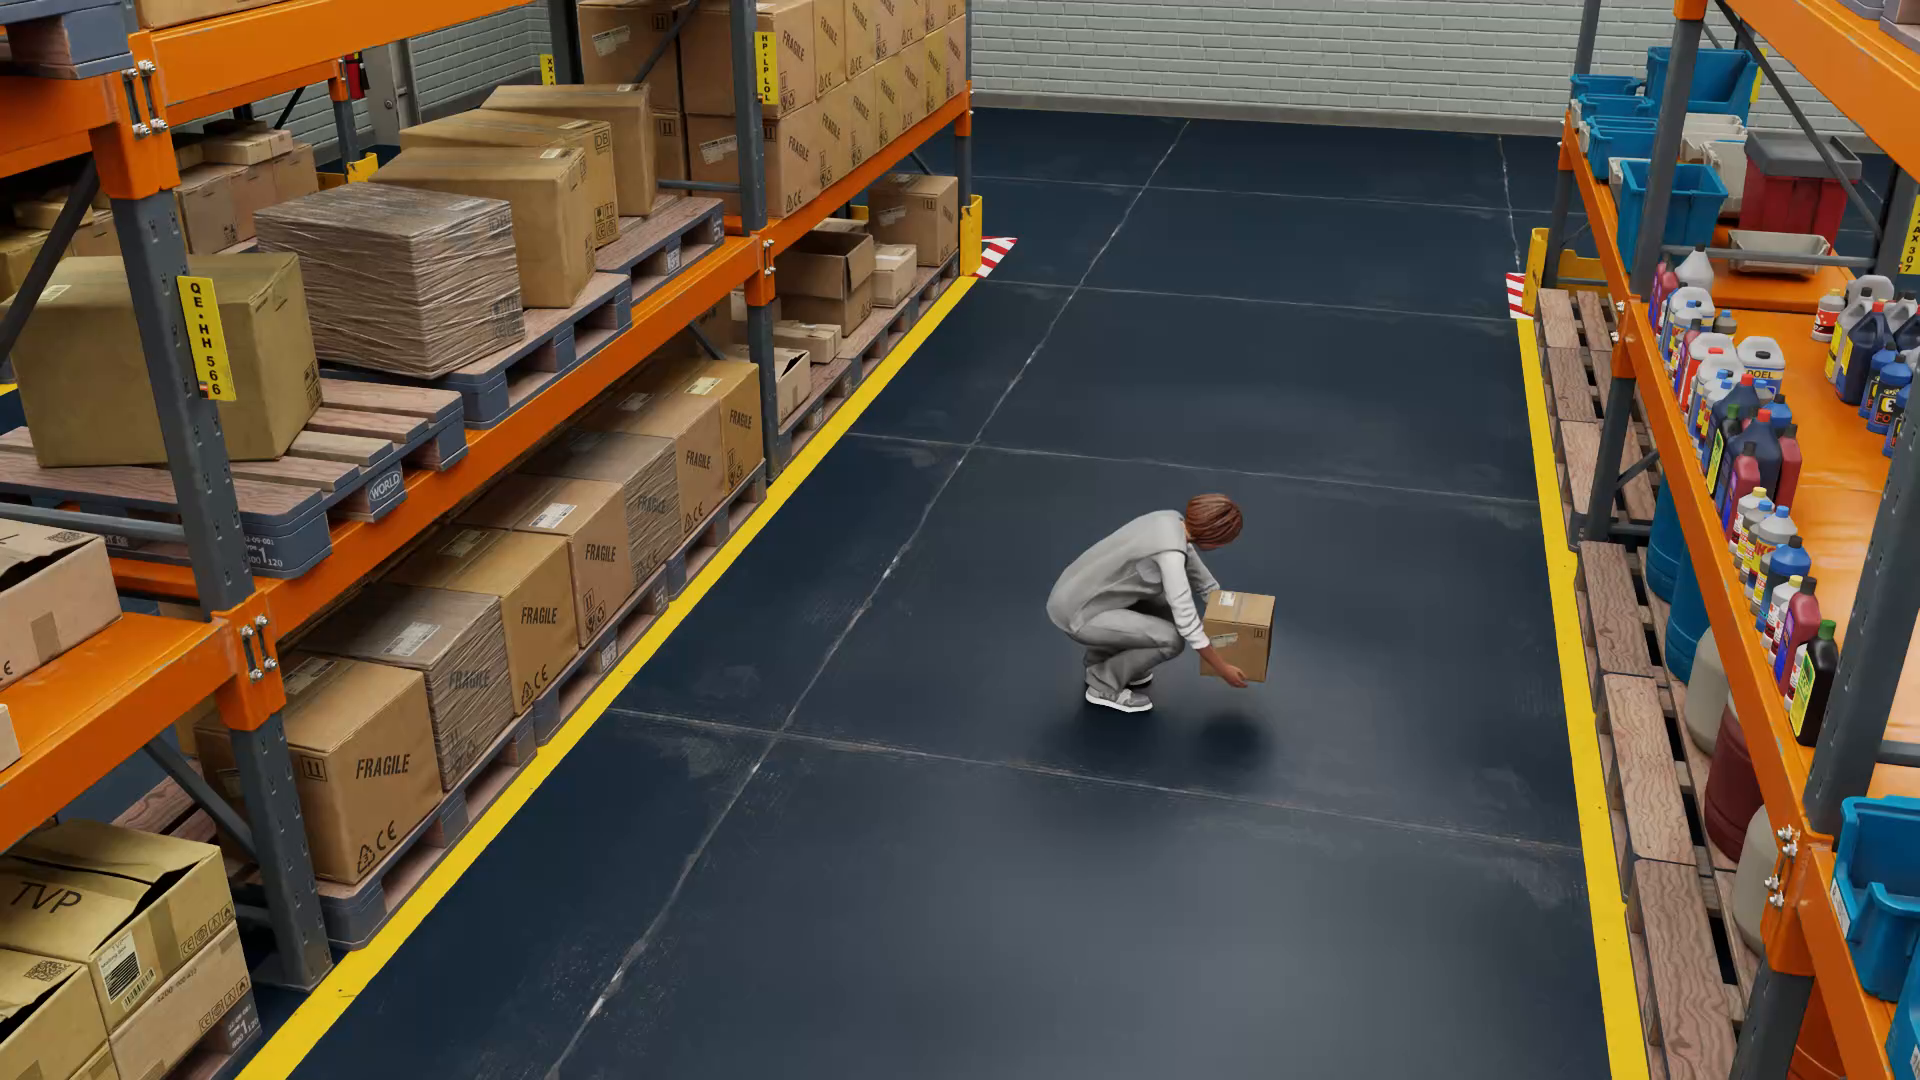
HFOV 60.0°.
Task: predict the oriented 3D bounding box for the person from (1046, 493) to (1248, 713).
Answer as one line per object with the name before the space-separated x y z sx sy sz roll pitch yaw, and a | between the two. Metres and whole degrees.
person | 0.746 0.232 6.480 0.814 0.875 0.452 6 26 13
